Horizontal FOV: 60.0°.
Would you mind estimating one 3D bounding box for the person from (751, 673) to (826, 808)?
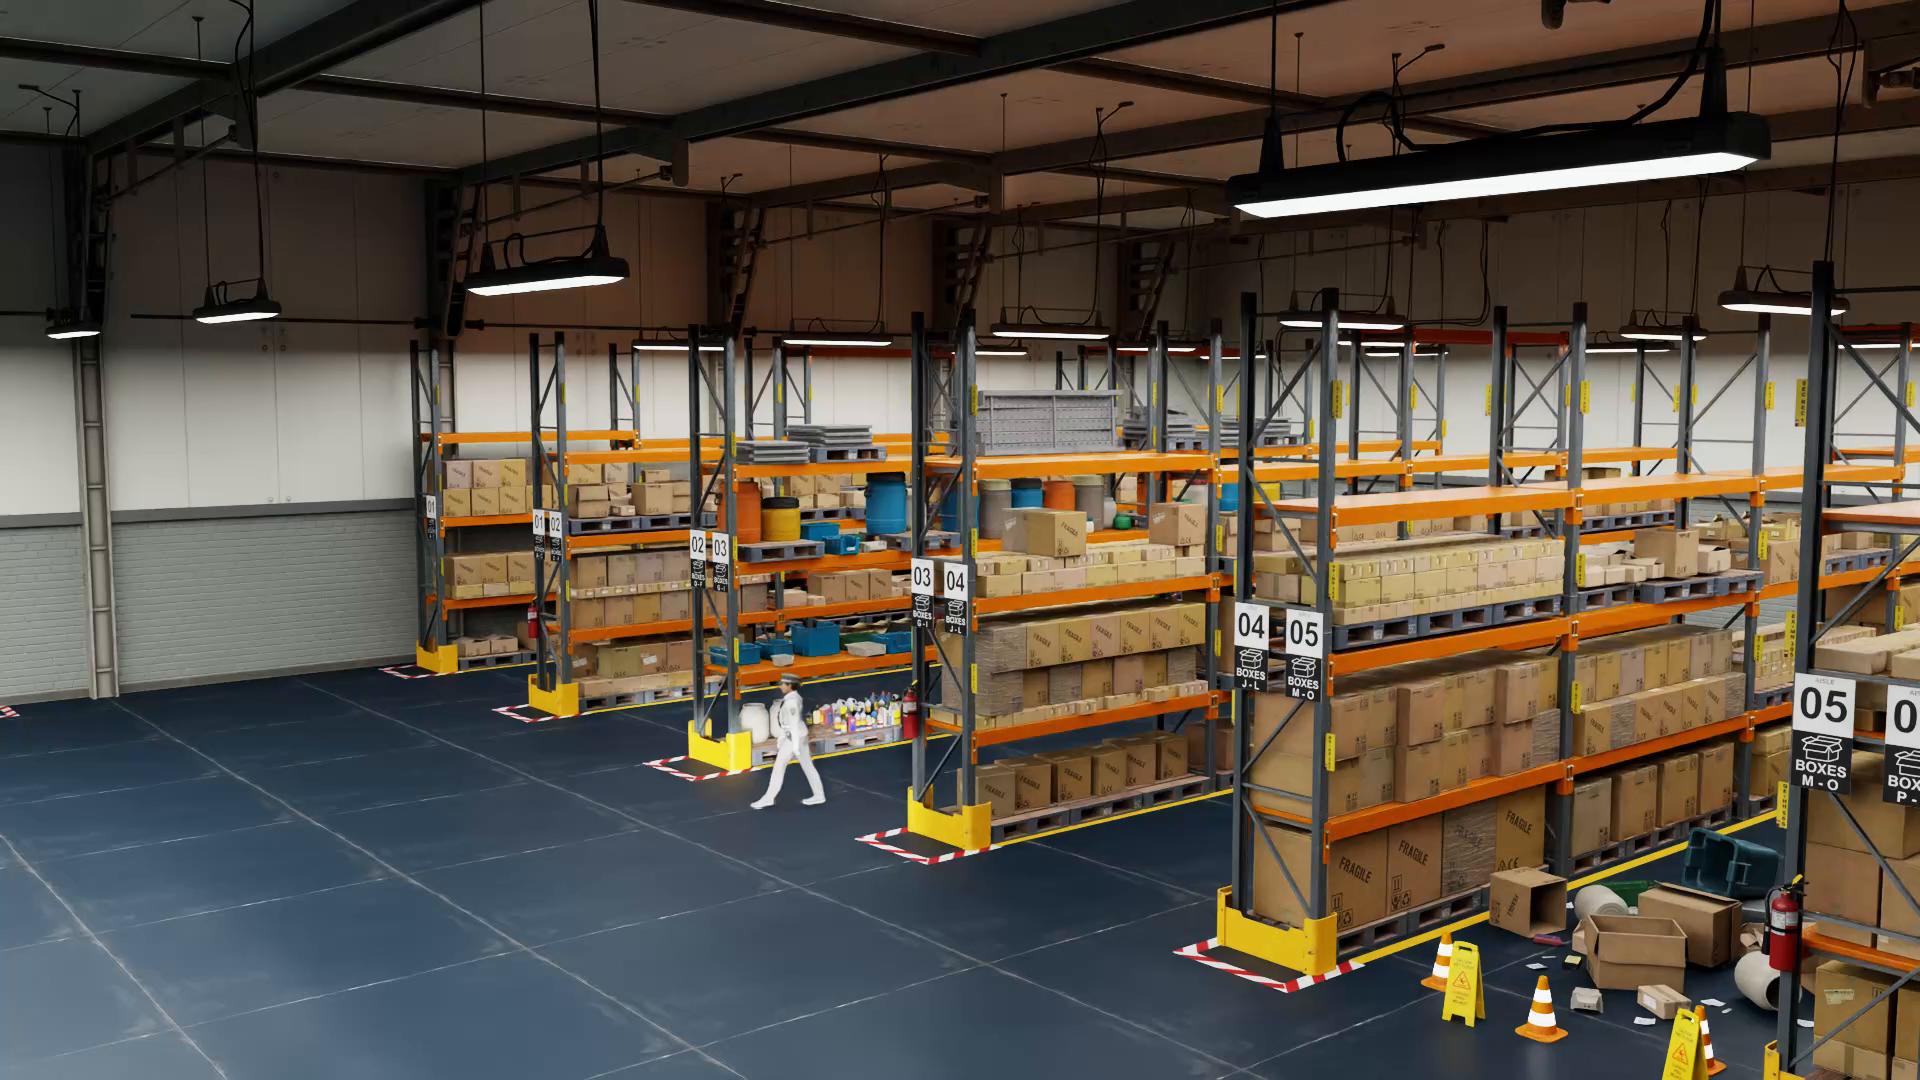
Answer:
[{"bbox_3d":[-2.094,2.443,20.411,0.870,1.626,0.511,1,5,10],"label":"person"}]

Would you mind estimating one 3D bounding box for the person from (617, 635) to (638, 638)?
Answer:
[{"bbox_3d":[-6.003,1.571,29.850,0.483,1.625,0.910,2,6,25],"label":"person"}]
